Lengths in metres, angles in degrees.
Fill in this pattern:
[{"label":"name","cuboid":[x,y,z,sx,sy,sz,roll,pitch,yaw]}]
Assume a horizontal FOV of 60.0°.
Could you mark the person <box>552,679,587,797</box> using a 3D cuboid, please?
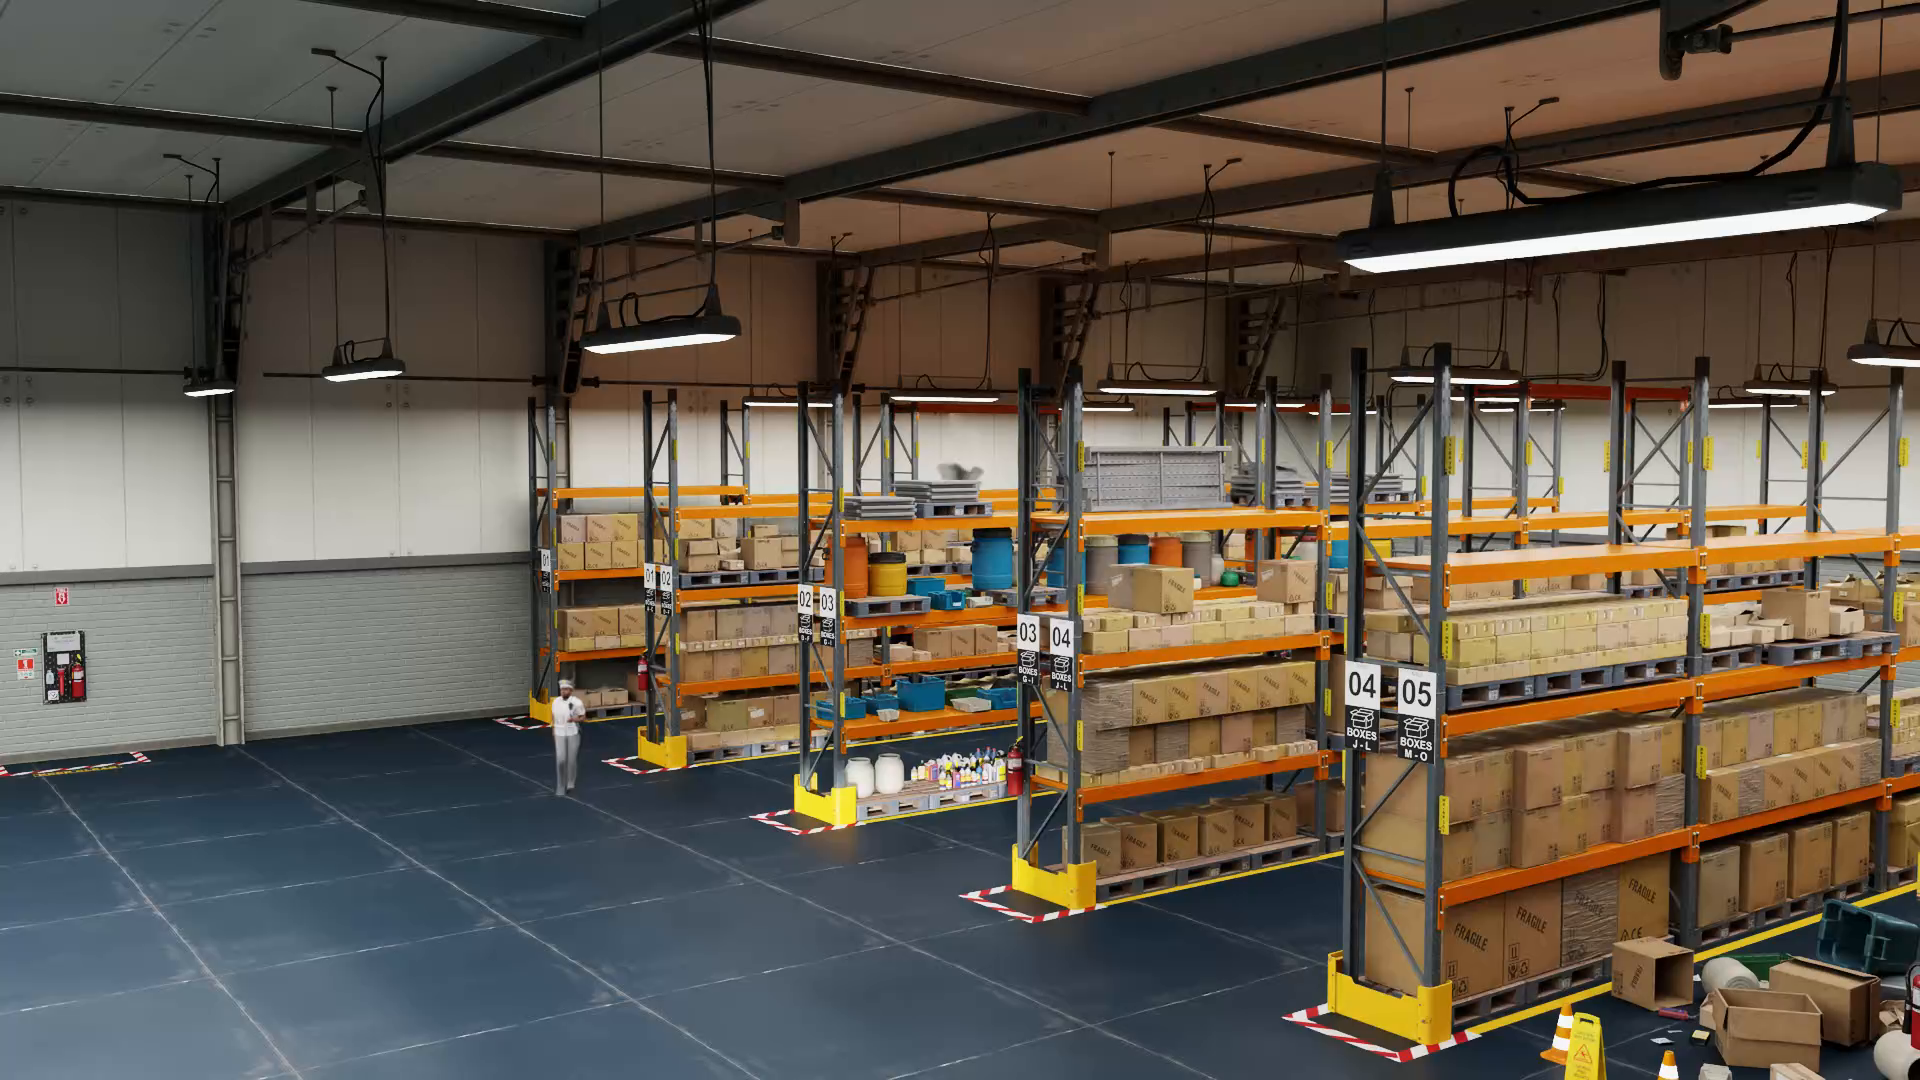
[{"label":"person","cuboid":[-5.736,2.900,24.357,0.545,1.754,0.728,0,3,-4]}]
